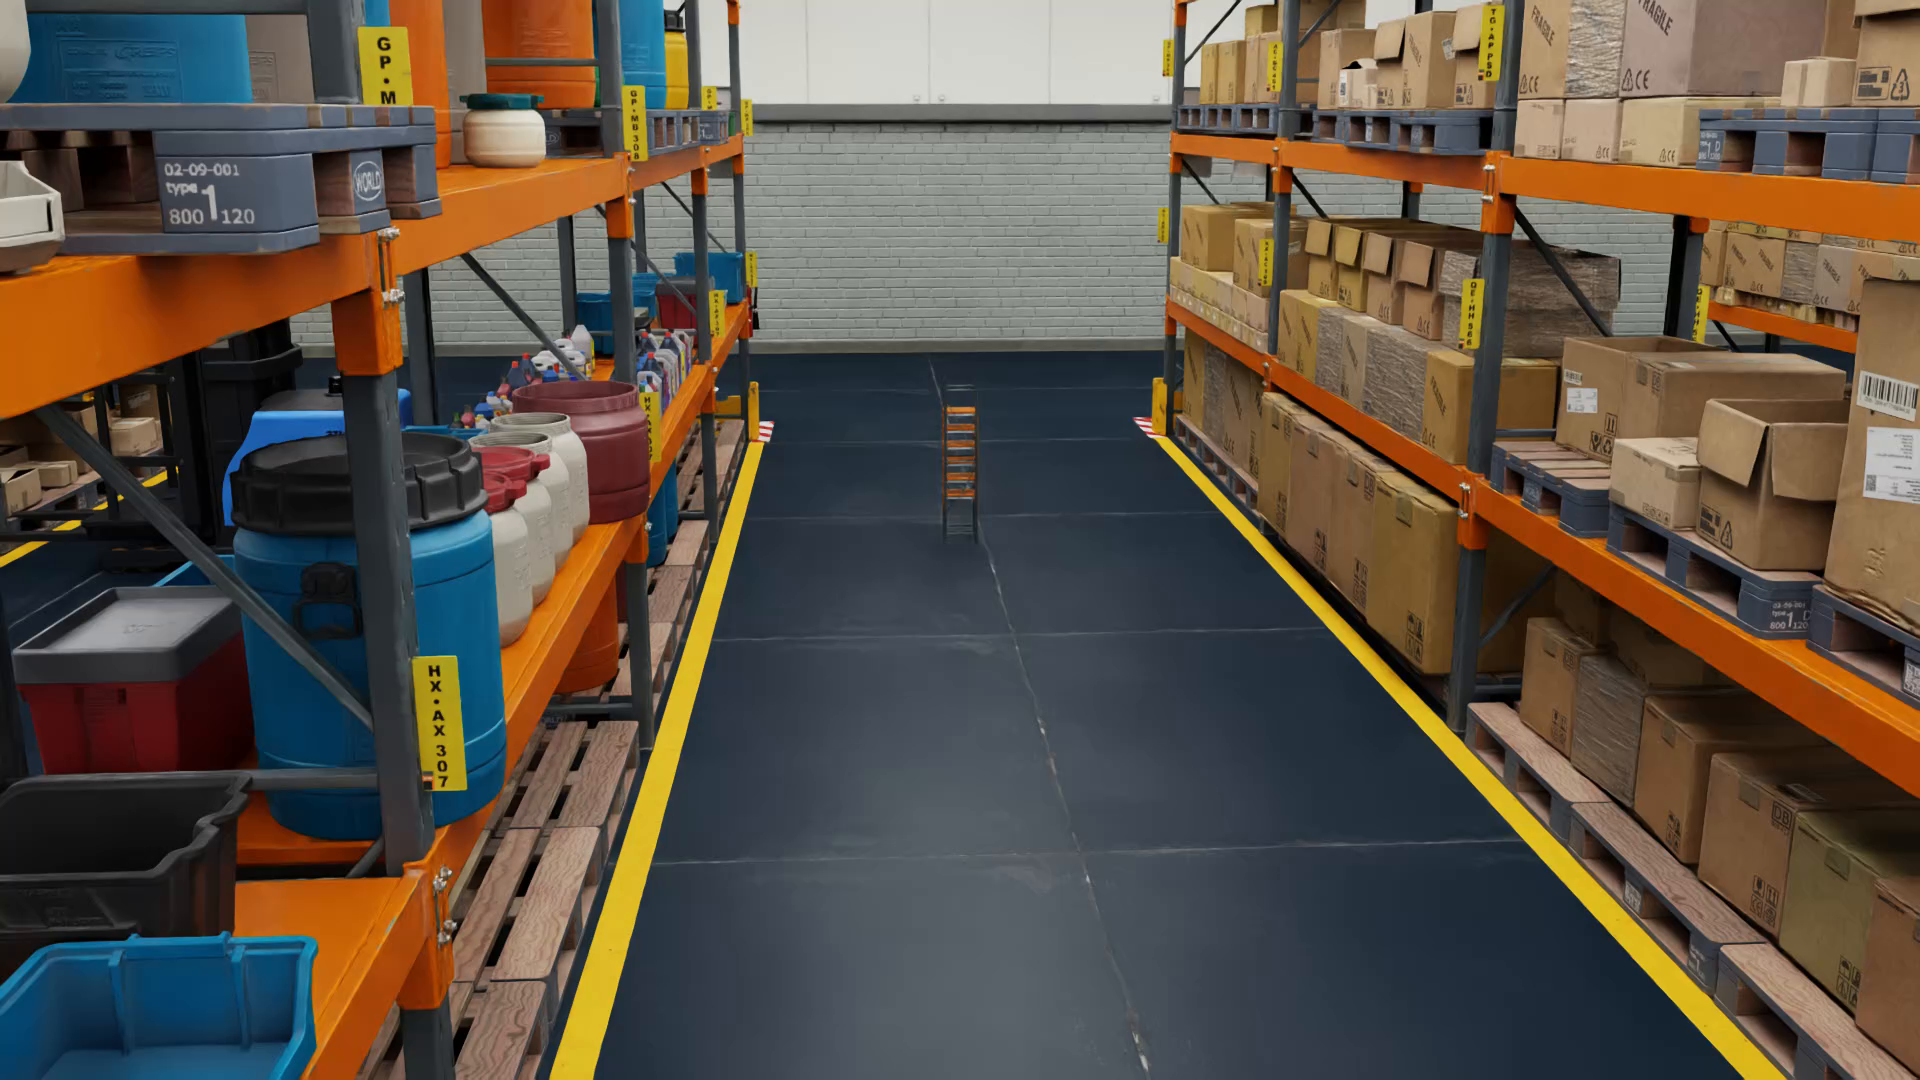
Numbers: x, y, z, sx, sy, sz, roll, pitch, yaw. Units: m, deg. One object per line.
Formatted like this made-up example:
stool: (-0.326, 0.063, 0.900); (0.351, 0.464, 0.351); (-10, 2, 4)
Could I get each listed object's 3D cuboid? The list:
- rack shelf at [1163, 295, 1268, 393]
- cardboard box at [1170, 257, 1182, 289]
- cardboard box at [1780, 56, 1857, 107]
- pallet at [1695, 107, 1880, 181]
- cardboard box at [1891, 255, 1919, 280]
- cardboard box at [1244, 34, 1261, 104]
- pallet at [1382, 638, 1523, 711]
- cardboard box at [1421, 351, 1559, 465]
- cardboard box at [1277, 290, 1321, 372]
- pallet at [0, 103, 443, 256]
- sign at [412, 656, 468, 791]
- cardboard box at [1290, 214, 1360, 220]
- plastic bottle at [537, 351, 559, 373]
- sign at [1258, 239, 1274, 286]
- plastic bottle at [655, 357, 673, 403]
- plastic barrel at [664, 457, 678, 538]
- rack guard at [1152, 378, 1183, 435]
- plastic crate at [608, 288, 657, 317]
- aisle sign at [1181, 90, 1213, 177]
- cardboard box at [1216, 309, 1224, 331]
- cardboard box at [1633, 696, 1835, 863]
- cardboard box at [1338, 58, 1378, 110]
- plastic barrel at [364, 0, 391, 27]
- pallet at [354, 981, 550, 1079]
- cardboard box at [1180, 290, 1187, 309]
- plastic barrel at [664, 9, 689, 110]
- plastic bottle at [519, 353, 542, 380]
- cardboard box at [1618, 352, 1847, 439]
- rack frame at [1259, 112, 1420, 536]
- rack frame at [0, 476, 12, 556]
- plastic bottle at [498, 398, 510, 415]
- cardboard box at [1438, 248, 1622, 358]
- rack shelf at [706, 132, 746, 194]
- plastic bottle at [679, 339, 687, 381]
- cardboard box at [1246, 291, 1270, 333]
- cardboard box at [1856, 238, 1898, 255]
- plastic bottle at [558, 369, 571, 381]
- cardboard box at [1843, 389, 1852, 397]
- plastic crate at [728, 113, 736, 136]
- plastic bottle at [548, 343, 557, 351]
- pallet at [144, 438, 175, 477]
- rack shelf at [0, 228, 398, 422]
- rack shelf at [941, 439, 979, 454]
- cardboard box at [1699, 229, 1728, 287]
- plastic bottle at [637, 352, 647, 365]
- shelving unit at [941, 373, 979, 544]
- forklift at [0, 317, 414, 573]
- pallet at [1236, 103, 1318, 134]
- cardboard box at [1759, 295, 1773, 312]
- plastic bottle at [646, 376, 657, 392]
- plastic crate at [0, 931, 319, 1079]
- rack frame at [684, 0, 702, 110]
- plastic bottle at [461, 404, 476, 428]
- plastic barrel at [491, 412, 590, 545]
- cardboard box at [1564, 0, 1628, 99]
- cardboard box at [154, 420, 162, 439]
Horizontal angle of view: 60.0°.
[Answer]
rack shelf: (2.582, -1.653, 13.876); (1.077, 0.370, 4.000); (-1, 14, -3)
cardboard box: (2.219, -2.447, 15.221); (0.500, 0.250, 0.500); (-1, 14, -5)
cardboard box: (2.986, -1.522, 5.530); (0.380, 0.166, 0.250); (-1, 14, -5)
pallet: (3.203, -1.289, 5.375); (1.213, 0.211, 1.003); (-1, 14, -3)
cardboard box: (7.351, -1.864, 12.454); (0.500, 0.500, 0.500); (-1, 14, -3)
cardboard box: (2.569, -3.585, 12.675); (0.700, 0.500, 0.500); (0, 14, -1)
pallet: (2.981, 0.644, 9.101); (1.003, 0.211, 1.213); (-1, 14, -3)
cardboard box: (2.676, -0.677, 8.436); (0.500, 0.500, 0.500); (0, 14, -2)
cardboard box: (2.485, -1.434, 11.381); (0.500, 0.500, 0.500); (-1, 14, -3)
pallet: (-1.599, -0.622, 2.781); (1.213, 0.211, 1.003); (-1, 14, -3)
sign: (-1.192, 0.422, 3.811); (0.100, 0.325, 0.005); (-1, 14, -3)
cardboard box: (2.872, -2.314, 13.199); (0.500, 0.500, 0.500); (-1, 14, -5)
plastic bottle: (-2.531, -1.016, 10.206); (0.152, 0.276, 0.135); (-1, 14, -3)
sign: (2.153, -1.953, 11.701); (0.100, 0.325, 0.005); (-1, 14, -3)
plastic bottle: (-1.813, -0.967, 10.015); (0.152, 0.276, 0.135); (-1, 14, -3)
plastic barrel: (-2.220, -0.479, 11.238); (0.600, 0.901, 0.708); (-1, 14, -3)
rack guard: (2.457, -1.294, 16.054); (1.175, 0.500, 0.348); (-1, 14, -3)
plastic crate: (-2.717, -1.977, 13.905); (0.416, 0.233, 0.300); (-1, 14, -3)
aisle sign: (2.155, -3.771, 15.447); (0.394, 0.787, 0.004); (-1, 14, -3)
cardboard box: (2.281, -1.773, 13.402); (0.380, 0.149, 0.250); (-1, 14, -4)
cardboard box: (3.105, 0.933, 6.514); (0.700, 0.500, 0.500); (0, 14, 1)
cardboard box: (2.684, -2.843, 10.372); (0.500, 0.311, 0.500); (-1, 14, -5)
plastic barrel: (-2.071, -1.582, 5.130); (0.600, 0.901, 0.708); (-1, 14, -3)
pallet: (-1.829, 1.718, 4.927); (1.003, 0.211, 1.213); (-1, 14, -3)
cardboard box: (2.185, -2.157, 14.892); (0.380, 0.149, 0.250); (-1, 14, -5)
plastic barrel: (-1.978, -2.951, 10.236); (0.600, 0.588, 0.600); (0, 14, 0)
plastic bottle: (-2.499, -0.907, 9.630); (0.144, 0.351, 0.185); (-1, 14, -3)
cardboard box: (3.162, -0.490, 6.869); (0.700, 0.500, 0.500); (1, 14, 5)
rack frame: (2.706, -1.504, 11.853); (1.000, 3.000, 0.127); (-1, 14, -3)
rack frame: (-7.181, -1.352, 11.262); (1.000, 3.000, 0.127); (-1, 14, -3)
plastic bottle: (-2.480, -0.662, 8.980); (0.097, 0.201, 0.097); (0, 14, 0)
cardboard box: (2.925, -1.226, 8.557); (0.797, 0.503, 0.637); (0, 14, -2)
rack shelf: (-2.361, -3.030, 13.205); (1.077, 0.370, 4.000); (-1, 14, -3)
plastic bottle: (-1.867, -1.184, 10.857); (0.152, 0.276, 0.135); (-1, 14, -3)
cardboard box: (2.417, -1.681, 12.246); (0.500, 0.250, 0.500); (-1, 14, -4)
cardboard box: (7.327, -2.474, 12.816); (0.500, 0.500, 0.500); (-1, 14, -5)
plastic bottle: (-2.394, -0.929, 10.017); (0.097, 0.201, 0.097); (0, 14, 0)
cardboard box: (7.733, -1.209, 14.391); (0.380, 0.149, 0.250); (-1, 14, -5)
plastic crate: (-2.139, -3.532, 14.139); (0.450, 0.188, 0.336); (-1, 14, -3)
plastic bottle: (-2.586, -1.124, 10.634); (0.097, 0.271, 0.097); (0, 14, 0)
pallet: (-7.374, -0.779, 14.632); (1.003, 0.211, 1.213); (-1, 14, -3)
rack shelf: (-1.618, -0.045, 1.606); (1.077, 0.370, 4.000); (-1, 14, -3)
rack shelf: (0.001, -0.651, 11.844); (0.258, 0.103, 0.180); (-1, 14, -3)
cardboard box: (7.167, -2.627, 15.419); (0.500, 0.500, 0.500); (0, 14, -1)
plastic bottle: (-1.951, -1.016, 10.214); (0.097, 0.271, 0.097); (0, 14, 0)
shelving unit: (0.001, -0.577, 11.863); (0.258, 1.200, 0.189); (-1, 14, -3)
forklift: (-5.416, -1.336, 11.336); (3.031, 2.935, 1.130); (-1, 14, -3)
pallet: (2.666, -3.118, 12.282); (1.003, 0.211, 1.213); (-1, 14, -3)
cardboard box: (7.274, -2.083, 14.605); (0.380, 0.149, 0.250); (-1, 14, -4)
plastic bottle: (-1.720, -0.777, 9.261); (0.061, 0.283, 0.133); (-1, 14, -3)
plastic crate: (-1.402, 0.905, 2.788); (0.499, 0.251, 0.616); (-1, 14, -3)
rack frame: (-2.237, -4.333, 10.808); (1.000, 3.000, 0.127); (-1, 14, -3)
plastic bottle: (-2.454, -0.528, 8.293); (0.061, 0.283, 0.133); (-1, 14, -3)
plastic barrel: (-1.712, -0.235, 6.694); (0.421, 0.512, 0.421); (0, 14, 0)
cardboard box: (2.754, -2.006, 6.578); (0.500, 0.500, 0.500); (-1, 14, -3)
cardboard box: (-7.214, -0.954, 14.519); (0.380, 0.166, 0.250); (-1, 14, -3)
